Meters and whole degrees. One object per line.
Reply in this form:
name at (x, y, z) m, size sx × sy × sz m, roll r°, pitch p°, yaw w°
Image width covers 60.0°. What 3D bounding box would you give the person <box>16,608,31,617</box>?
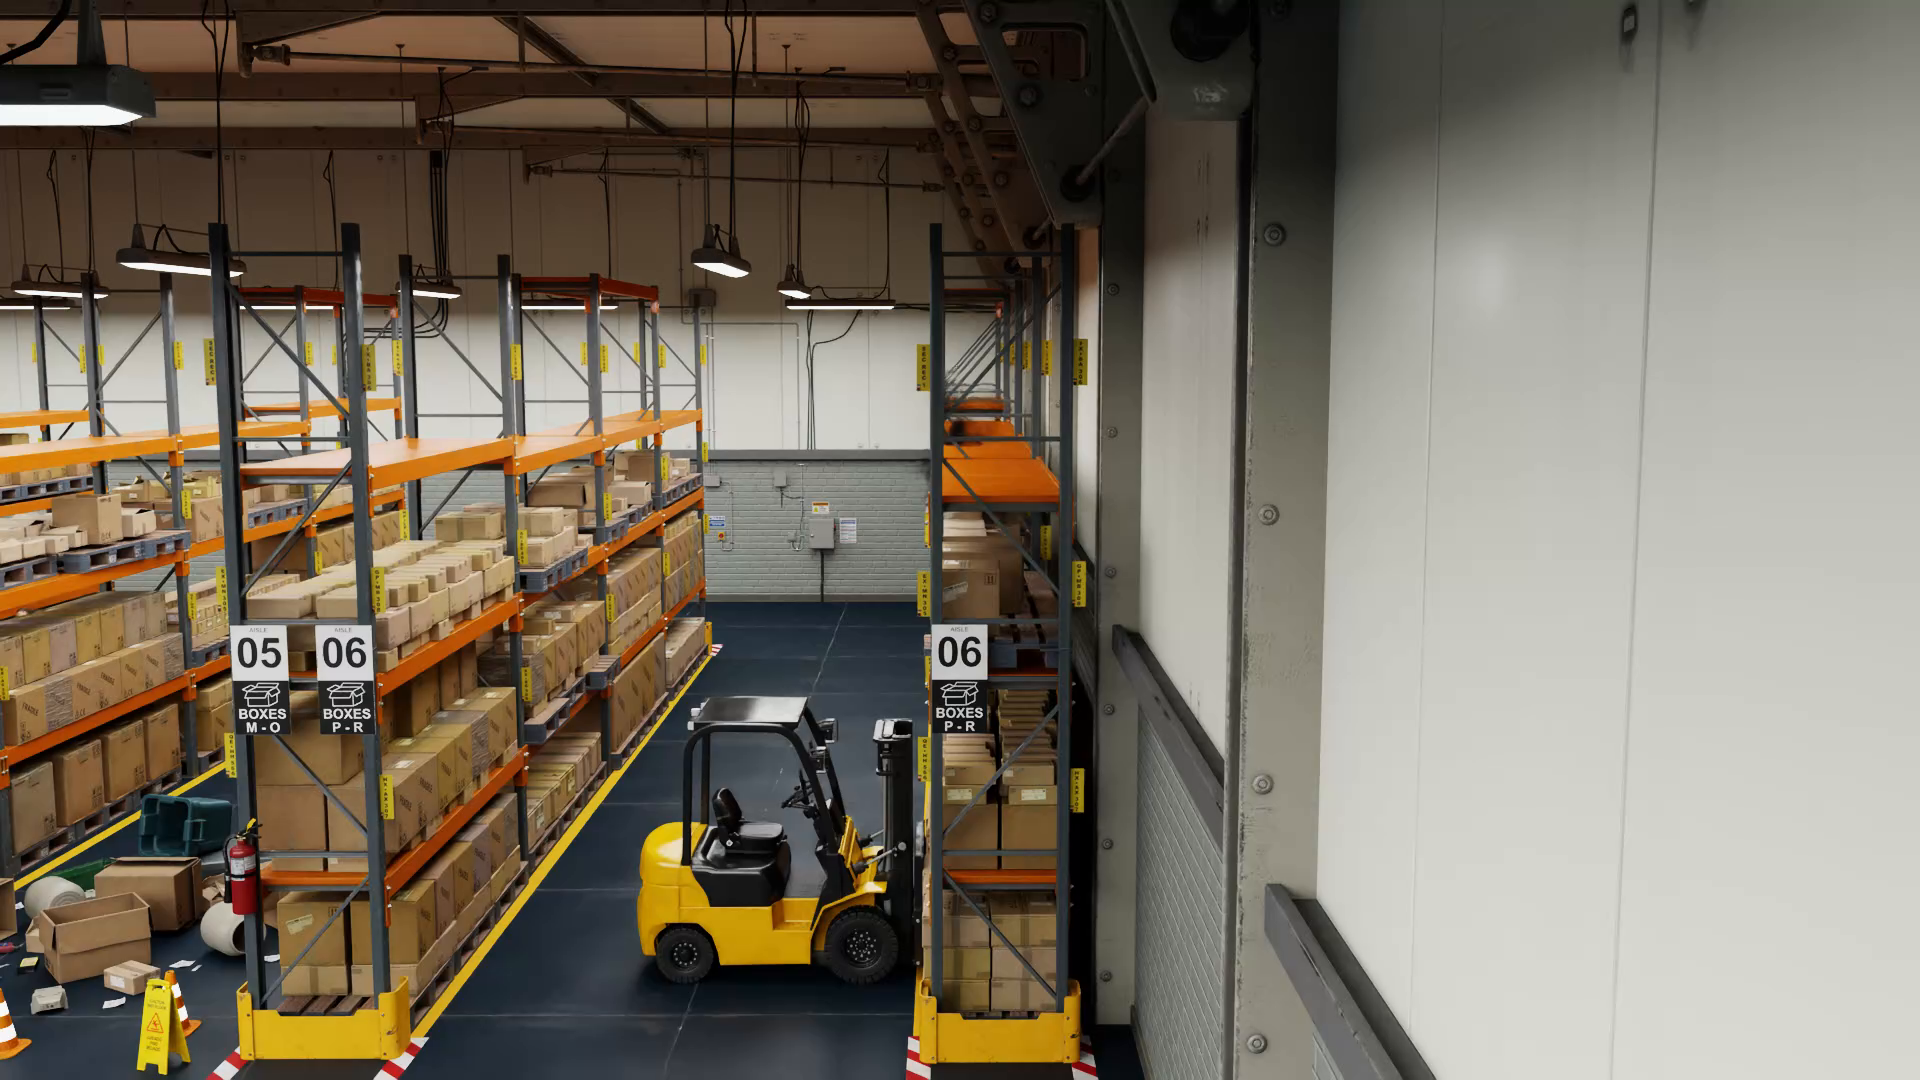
person at (-12.766, 1.738, 22.791) m, size 0.568 × 1.574 × 0.587 m, roll -1°, pitch 7°, yaw -9°
